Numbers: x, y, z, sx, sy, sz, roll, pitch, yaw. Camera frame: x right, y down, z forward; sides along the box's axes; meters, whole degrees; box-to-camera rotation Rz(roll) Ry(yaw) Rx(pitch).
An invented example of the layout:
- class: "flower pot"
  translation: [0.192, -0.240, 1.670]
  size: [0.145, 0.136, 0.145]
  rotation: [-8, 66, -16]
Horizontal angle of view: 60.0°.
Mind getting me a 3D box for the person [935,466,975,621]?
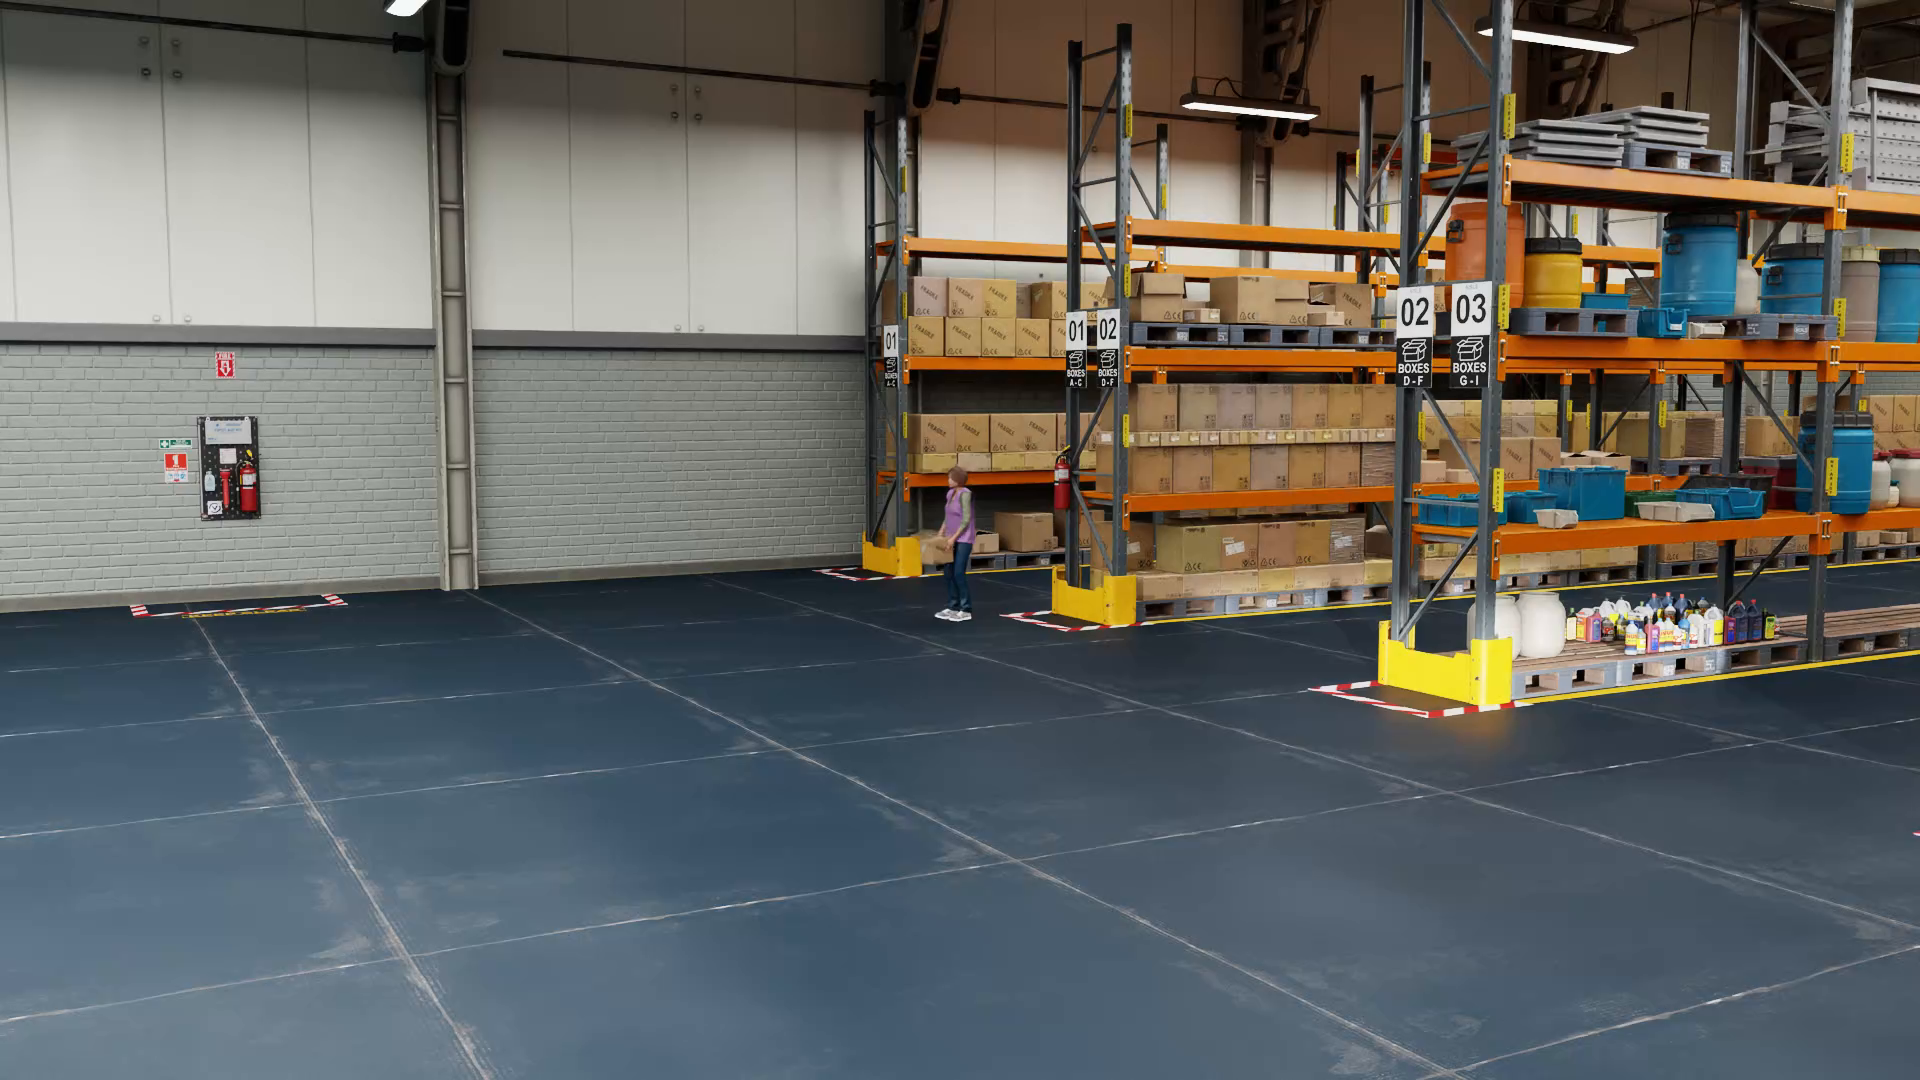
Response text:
- class: "person"
  translation: [-0.047, 0.032, 17.240]
  size: [0.384, 1.602, 0.444]
  rotation: [-3, 6, -30]
